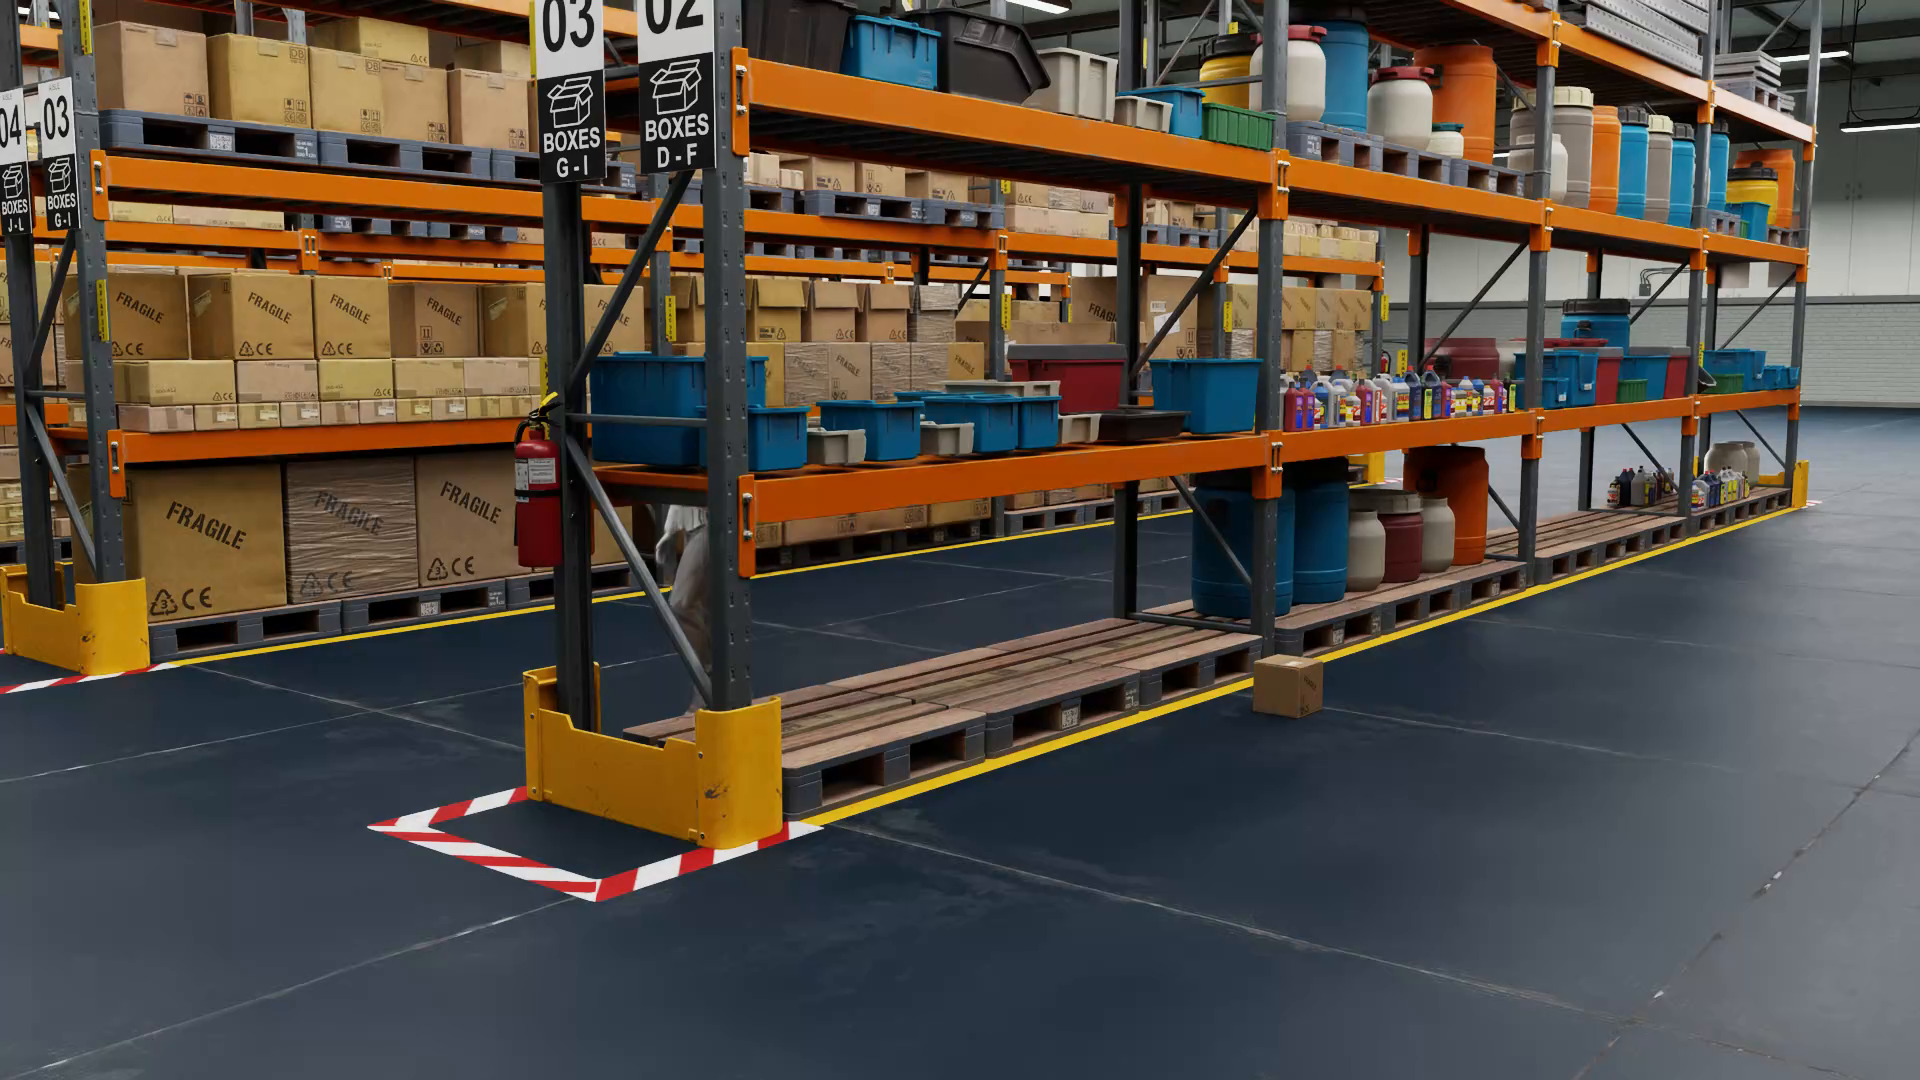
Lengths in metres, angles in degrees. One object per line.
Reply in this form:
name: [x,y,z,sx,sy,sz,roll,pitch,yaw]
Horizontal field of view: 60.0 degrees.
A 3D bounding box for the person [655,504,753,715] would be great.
person: [-1.235,0.012,8.048,0.481,1.733,0.495,-4,8,-28]
